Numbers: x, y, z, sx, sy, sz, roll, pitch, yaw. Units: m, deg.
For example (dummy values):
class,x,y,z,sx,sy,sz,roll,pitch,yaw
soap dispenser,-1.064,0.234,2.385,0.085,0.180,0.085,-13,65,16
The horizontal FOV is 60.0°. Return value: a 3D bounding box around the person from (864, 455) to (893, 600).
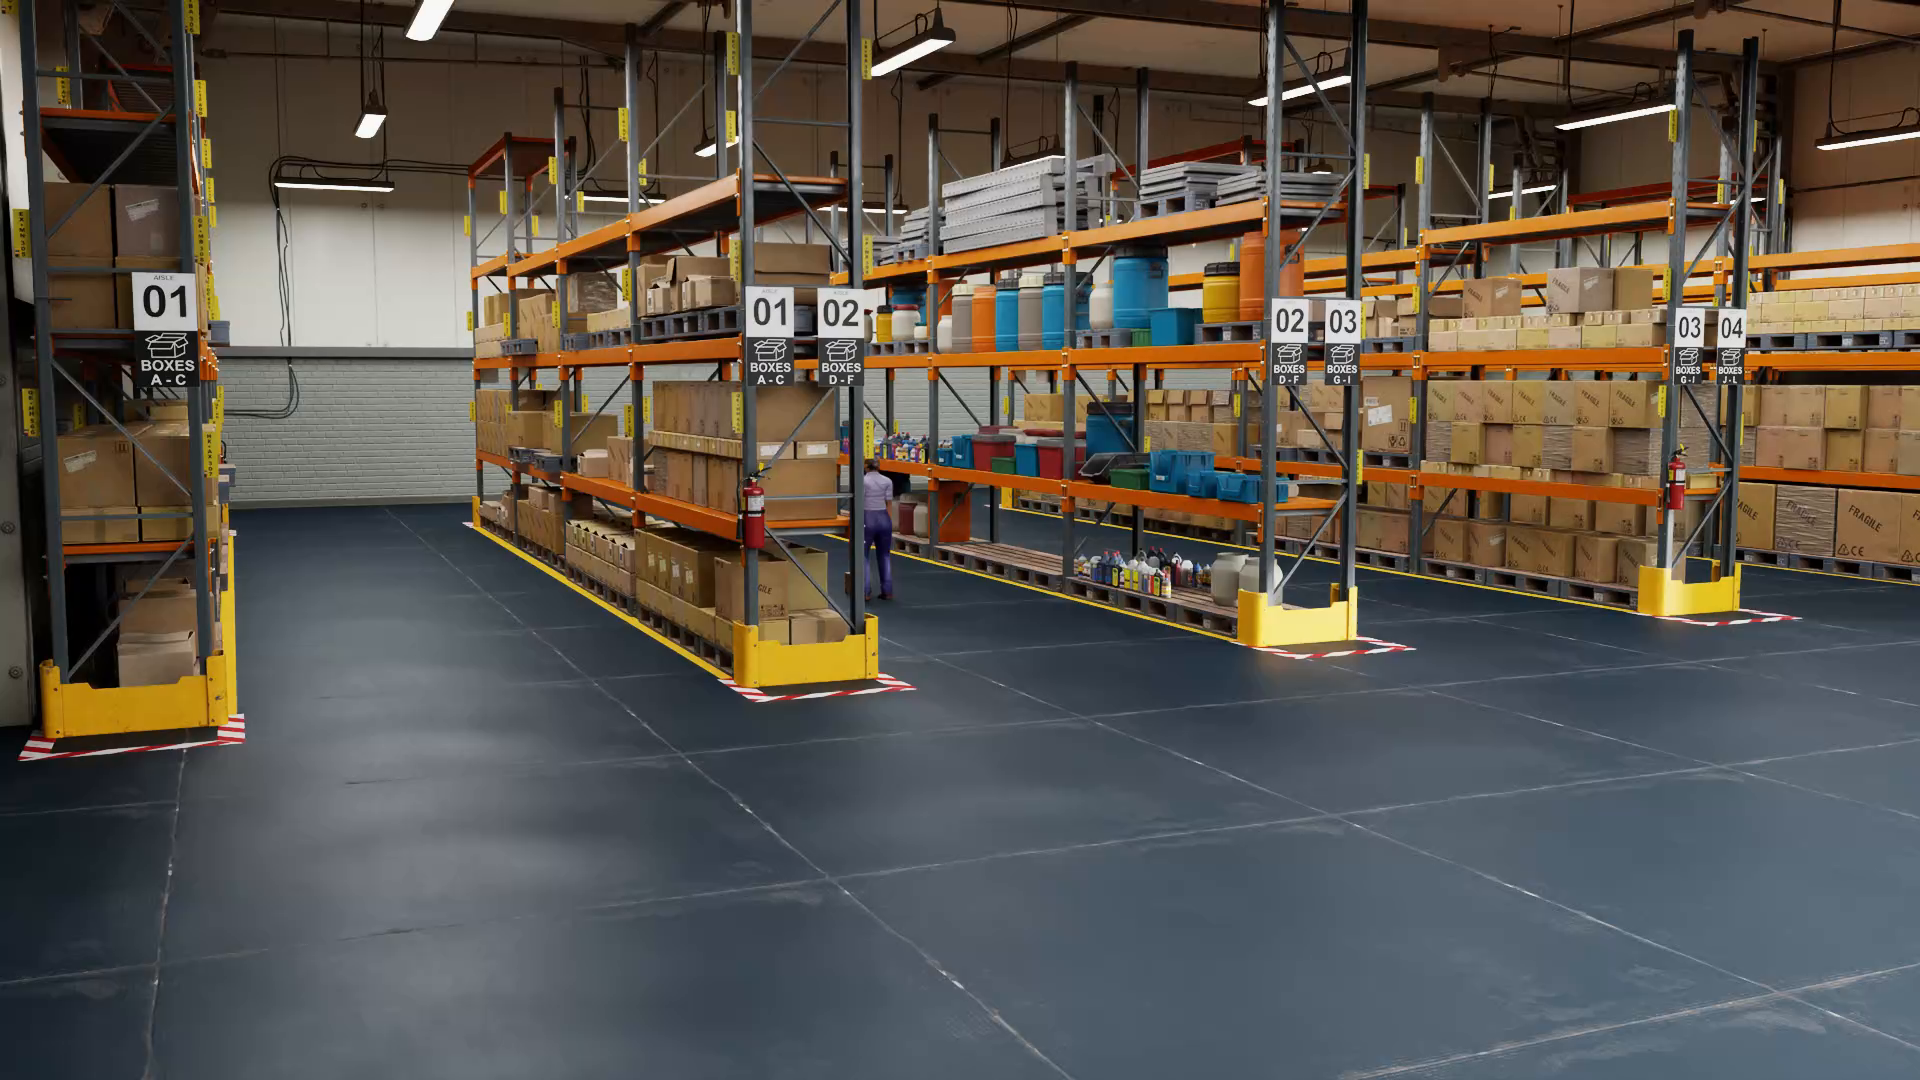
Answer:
class,x,y,z,sx,sy,sz,roll,pitch,yaw
person,-0.989,-0.138,18.617,0.470,1.654,0.342,-2,6,-23
